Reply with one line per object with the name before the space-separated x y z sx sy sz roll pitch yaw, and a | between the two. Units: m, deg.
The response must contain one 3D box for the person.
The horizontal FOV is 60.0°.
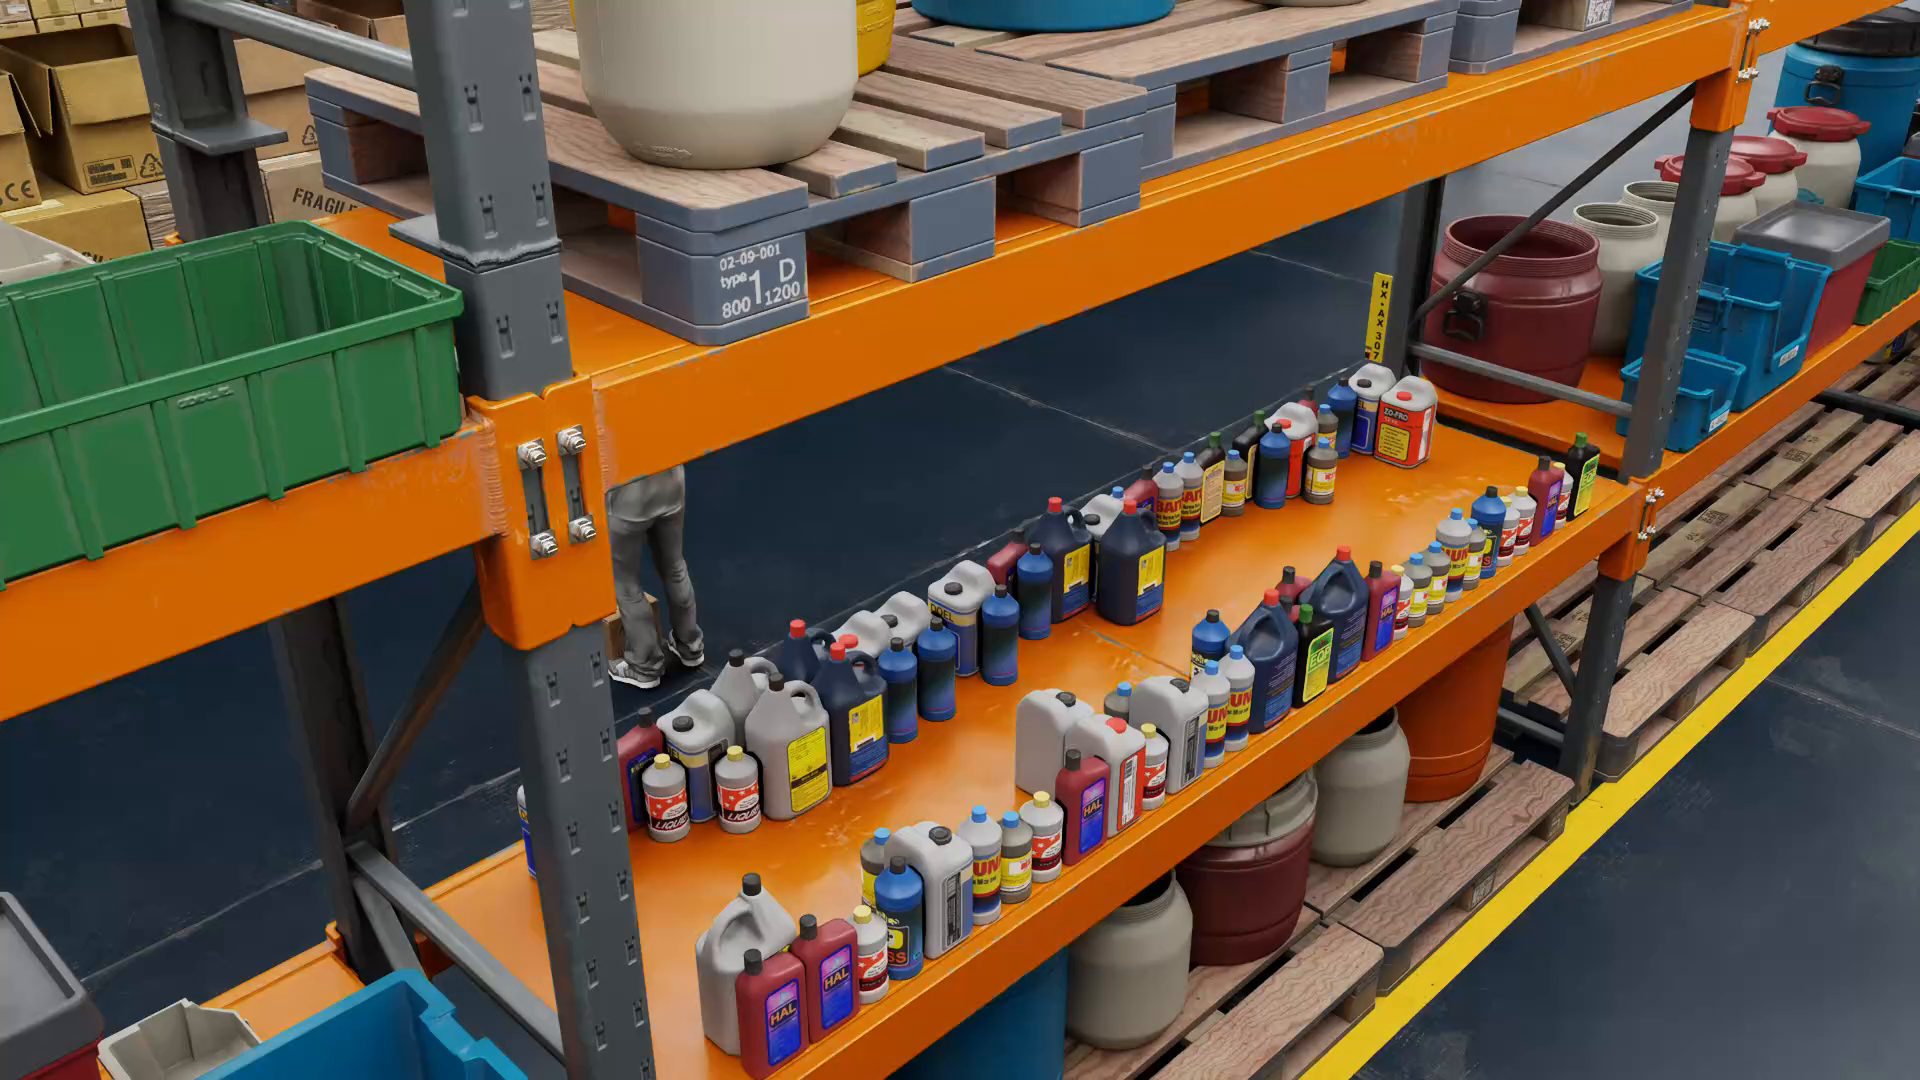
person | -1.242 -0.159 6.430 0.345 1.593 0.479 24 36 37
